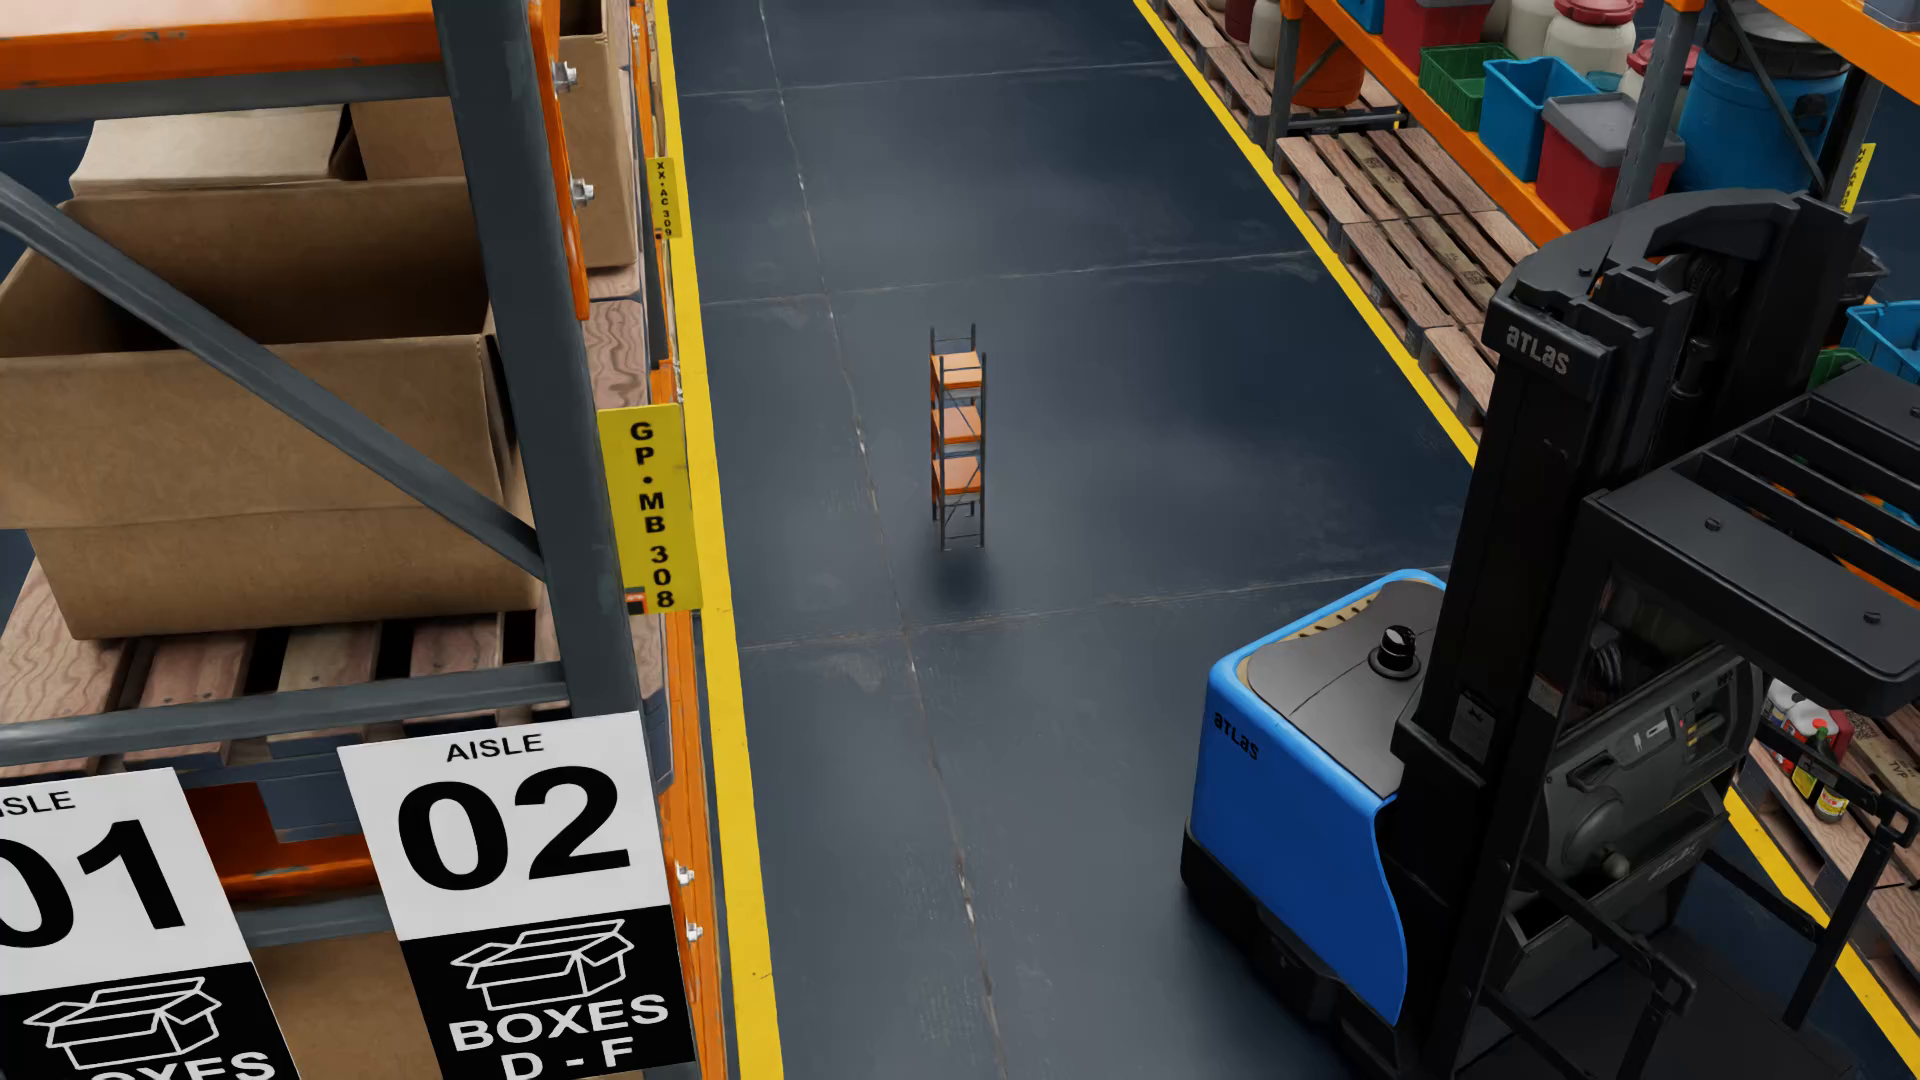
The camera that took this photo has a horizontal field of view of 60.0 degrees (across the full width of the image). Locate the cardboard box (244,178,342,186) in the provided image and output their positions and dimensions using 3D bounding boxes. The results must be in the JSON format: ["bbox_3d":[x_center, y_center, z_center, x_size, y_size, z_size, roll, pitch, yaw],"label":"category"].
[{"bbox_3d":[-1.402,-0.430,3.079,0.500,0.250,0.500,-6,38,-8],"label":"cardboard box"}]

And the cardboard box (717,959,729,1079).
[{"bbox_3d":[-0.994,1.552,5.206,0.500,0.250,0.500,-6,38,-8],"label":"cardboard box"}]

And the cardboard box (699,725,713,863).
[{"bbox_3d":[-1.165,0.948,5.984,0.500,0.250,0.500,-6,38,-8],"label":"cardboard box"}]

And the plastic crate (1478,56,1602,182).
[{"bbox_3d":[2.736,-1.989,7.878,0.392,0.384,0.575,-6,38,-8],"label":"plastic crate"}]

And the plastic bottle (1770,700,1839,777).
[{"bbox_3d":[3.166,0.738,6.217,0.152,0.276,0.135,-6,38,-8],"label":"plastic bottle"}]

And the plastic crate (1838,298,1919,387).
[{"bbox_3d":[3.697,-0.665,6.282,0.499,0.251,0.616,-6,38,-8],"label":"plastic crate"}]

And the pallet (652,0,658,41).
[{"bbox_3d":[-2.864,-4.076,12.824,1.003,0.211,1.213,-6,38,-8],"label":"pallet"}]

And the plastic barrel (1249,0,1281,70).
[{"bbox_3d":[2.245,-3.587,11.608,0.421,0.512,0.421,0,38,0],"label":"plastic barrel"}]

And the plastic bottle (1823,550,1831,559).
[{"bbox_3d":[3.666,-0.016,7.127,0.144,0.351,0.185,-8,39,-10],"label":"plastic bottle"}]

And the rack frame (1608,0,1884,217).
[{"bbox_3d":[3.236,-1.363,7.059,1.000,3.000,0.127,-6,38,-8],"label":"rack frame"}]

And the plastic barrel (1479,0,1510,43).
[{"bbox_3d":[2.999,-2.970,9.037,0.421,0.512,0.421,0,38,0],"label":"plastic barrel"}]

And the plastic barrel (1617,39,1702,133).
[{"bbox_3d":[3.284,-2.018,7.791,0.433,0.535,0.433,0,38,0],"label":"plastic barrel"}]

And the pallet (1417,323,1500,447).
[{"bbox_3d":[3.060,-0.732,8.520,1.003,0.211,1.213,-6,38,-8],"label":"pallet"}]

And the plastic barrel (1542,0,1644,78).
[{"bbox_3d":[3.155,-2.461,8.362,0.433,0.535,0.433,0,38,0],"label":"plastic barrel"}]

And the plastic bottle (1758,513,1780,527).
[{"bbox_3d":[3.490,-0.117,7.256,0.144,0.351,0.185,-6,38,-8],"label":"plastic bottle"}]

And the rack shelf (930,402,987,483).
[{"bbox_3d":[-0.009,-0.439,7.476,0.215,0.259,0.240,-6,38,-8],"label":"rack shelf"}]

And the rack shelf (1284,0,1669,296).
[{"bbox_3d":[2.885,-2.287,8.835,1.077,0.370,4.000,-6,38,-8],"label":"rack shelf"}]

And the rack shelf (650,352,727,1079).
[{"bbox_3d":[-1.291,0.660,5.042,1.077,0.370,4.000,-6,38,-8],"label":"rack shelf"}]

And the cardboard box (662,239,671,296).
[{"bbox_3d":[-1.740,-1.338,8.470,0.500,0.311,0.500,-5,38,-7],"label":"cardboard box"}]

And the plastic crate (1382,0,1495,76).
[{"bbox_3d":[2.516,-2.795,8.850,0.402,0.464,0.583,-6,38,-8],"label":"plastic crate"}]

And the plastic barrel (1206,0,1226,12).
[{"bbox_3d":[2.047,-4.269,12.486,0.421,0.512,0.421,0,38,0],"label":"plastic barrel"}]

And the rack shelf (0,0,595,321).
[{"bbox_3d":[-1.291,-1.551,3.324,1.077,0.370,4.000,-6,38,-8],"label":"rack shelf"}]

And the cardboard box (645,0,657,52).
[{"bbox_3d":[-2.322,-3.359,11.308,0.500,0.500,0.500,-7,38,-9],"label":"cardboard box"}]

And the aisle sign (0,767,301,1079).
[{"bbox_3d":[-1.218,0.629,2.377,0.394,0.787,0.004,-6,38,-8],"label":"aisle sign"}]

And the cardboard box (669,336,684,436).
[{"bbox_3d":[-1.551,-0.713,7.664,0.500,0.311,0.500,-7,38,-8],"label":"cardboard box"}]

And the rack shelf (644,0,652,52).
[{"bbox_3d":[-2.694,-4.172,11.262,1.077,0.370,4.000,-6,38,-8],"label":"rack shelf"}]

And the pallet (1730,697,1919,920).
[{"bbox_3d":[3.530,0.887,6.436,1.003,0.211,1.213,-6,38,-8],"label":"pallet"}]

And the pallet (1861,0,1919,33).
[{"bbox_3d":[3.458,-2.047,5.649,1.213,0.211,1.003,-6,38,-8],"label":"pallet"}]

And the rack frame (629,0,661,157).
[{"bbox_3d":[-2.343,-3.248,9.486,1.000,3.000,0.127,-6,38,-8],"label":"rack frame"}]

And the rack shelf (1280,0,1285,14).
[{"bbox_3d":[2.184,-4.703,11.944,1.077,0.370,4.000,-6,38,-8],"label":"rack shelf"}]

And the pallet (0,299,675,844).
[{"bbox_3d":[-1.039,0.004,2.926,1.003,0.211,1.213,-6,38,-8],"label":"pallet"}]

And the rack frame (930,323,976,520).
[{"bbox_3d":[-0.031,-0.521,7.564,0.200,1.050,0.008,-6,38,-8],"label":"rack frame"}]

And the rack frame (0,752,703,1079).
[{"bbox_3d":[-0.940,1.584,3.266,1.000,3.000,0.127,-6,38,-8],"label":"rack frame"}]

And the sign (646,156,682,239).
[{"bbox_3d":[-1.096,-1.266,6.164,0.100,0.325,0.005,-6,38,-8],"label":"sign"}]

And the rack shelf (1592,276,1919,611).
[{"bbox_3d":[3.586,0.129,5.725,1.077,0.370,4.000,-6,38,-8],"label":"rack shelf"}]

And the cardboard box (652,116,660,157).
[{"bbox_3d":[-2.009,-2.260,9.655,0.500,0.311,0.500,-5,38,-7],"label":"cardboard box"}]

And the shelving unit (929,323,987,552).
[{"bbox_3d":[-0.009,-0.447,7.470,0.215,1.050,0.252,-6,38,-8],"label":"shelving unit"}]

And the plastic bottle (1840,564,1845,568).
[{"bbox_3d":[3.723,0.179,6.876,0.144,0.351,0.185,-6,38,-8],"label":"plastic bottle"}]

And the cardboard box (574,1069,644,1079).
[{"bbox_3d":[-0.797,1.028,3.371,0.380,0.149,0.250,-6,38,-8],"label":"cardboard box"}]

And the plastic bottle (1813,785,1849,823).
[{"bbox_3d":[3.183,0.923,6.040,0.097,0.201,0.097,0,38,0],"label":"plastic bottle"}]

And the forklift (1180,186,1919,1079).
[{"bbox_3d":[2.048,0.682,4.484,1.130,2.935,3.031,-23,43,-26],"label":"forklift"}]

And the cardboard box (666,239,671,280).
[{"bbox_3d":[-1.831,-1.422,9.034,0.500,0.250,0.500,-5,38,-7],"label":"cardboard box"}]

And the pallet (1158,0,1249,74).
[{"bbox_3d":[2.145,-3.884,12.578,1.003,0.211,1.213,-6,38,-8],"label":"pallet"}]

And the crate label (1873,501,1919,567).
[{"bbox_3d":[3.348,-0.043,5.332,0.502,0.435,0.616,-6,38,-8],"label":"crate label"}]

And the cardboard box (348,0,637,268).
[{"bbox_3d":[-0.962,-0.894,3.473,0.500,0.500,0.500,-6,38,-8],"label":"cardboard box"}]

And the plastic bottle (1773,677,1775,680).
[{"bbox_3d":[3.109,0.525,6.430,0.144,0.351,0.185,-5,38,-6],"label":"plastic bottle"}]

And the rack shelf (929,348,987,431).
[{"bbox_3d":[-0.009,-0.663,7.302,0.215,0.259,0.240,-6,38,-8],"label":"rack shelf"}]

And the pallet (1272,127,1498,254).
[{"bbox_3d":[2.632,-2.205,10.417,1.003,0.211,1.213,-6,38,-8],"label":"pallet"}]

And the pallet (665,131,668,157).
[{"bbox_3d":[-2.437,-2.602,10.927,1.003,0.211,1.213,-6,38,-8],"label":"pallet"}]

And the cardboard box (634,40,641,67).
[{"bbox_3d":[-1.913,-2.635,8.902,0.380,0.149,0.250,-6,38,-8],"label":"cardboard box"}]

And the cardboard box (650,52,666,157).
[{"bbox_3d":[-2.141,-2.740,10.511,0.500,0.500,0.500,-5,38,-6],"label":"cardboard box"}]
